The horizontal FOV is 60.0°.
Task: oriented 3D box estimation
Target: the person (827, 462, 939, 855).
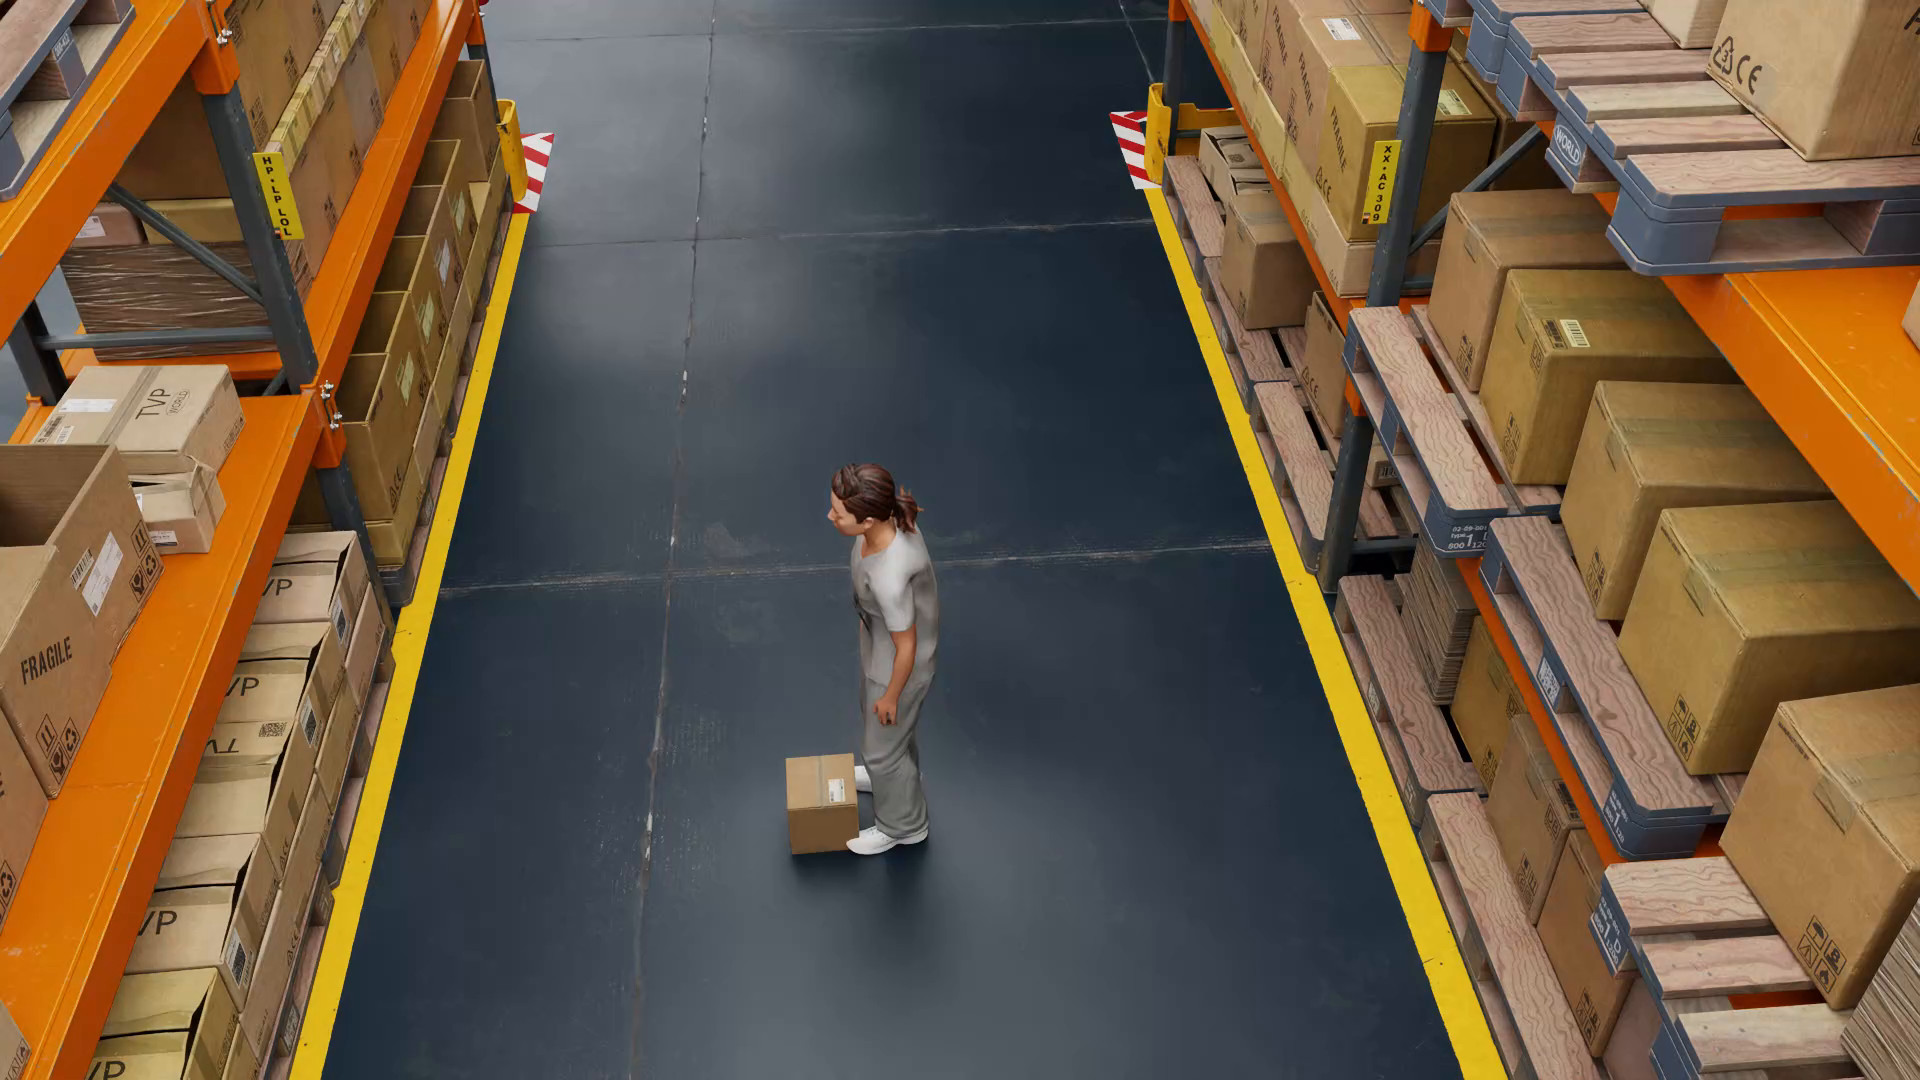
[{"bbox_3d":[-0.255,0.399,5.669,0.362,1.671,0.511,-5,40,-7],"label":"person"}]
